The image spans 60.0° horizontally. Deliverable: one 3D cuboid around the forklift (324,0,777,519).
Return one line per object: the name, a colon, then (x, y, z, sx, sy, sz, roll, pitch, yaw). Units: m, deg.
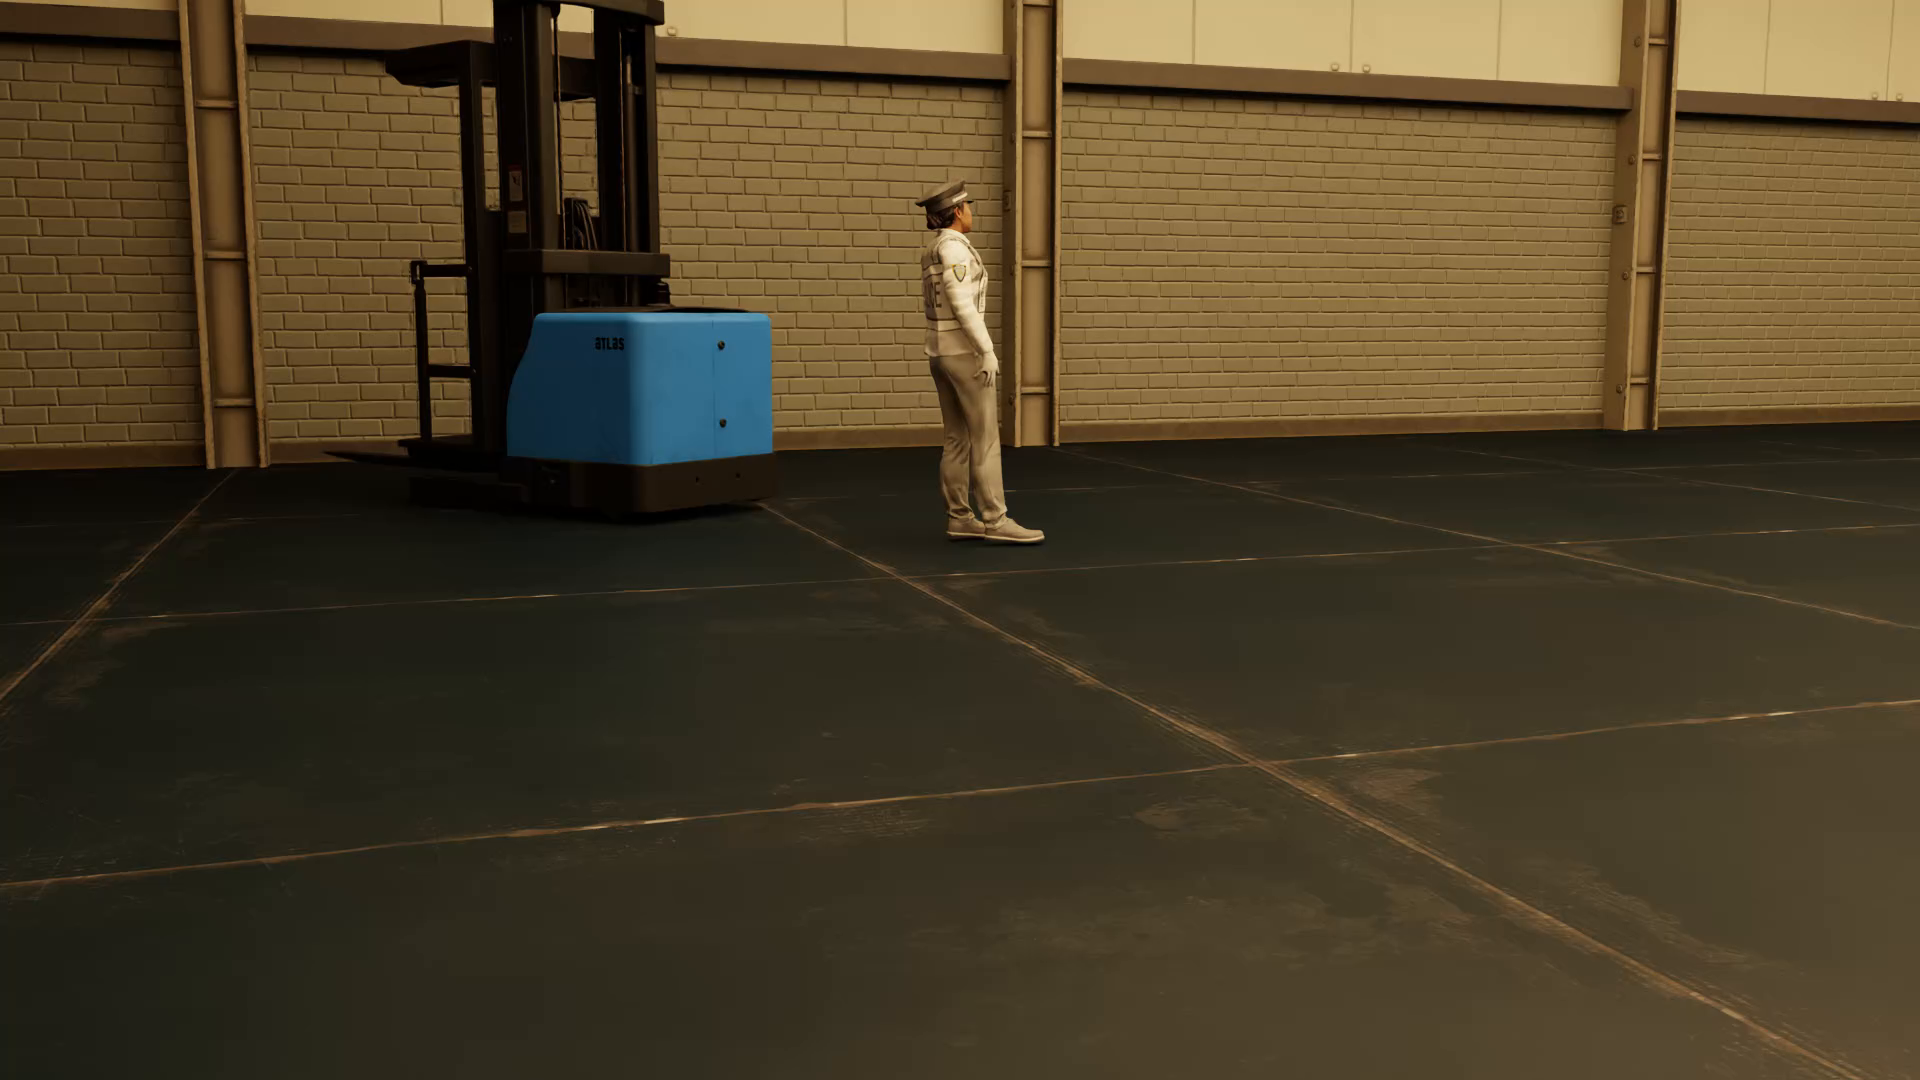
forklift: (-2.502, -1.689, 9.467, 3.031, 2.935, 1.130, 6, 10, 36)

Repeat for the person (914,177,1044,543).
person: (0.067, -0.849, 7.824, 0.531, 1.695, 0.588, -3, 8, -18)
